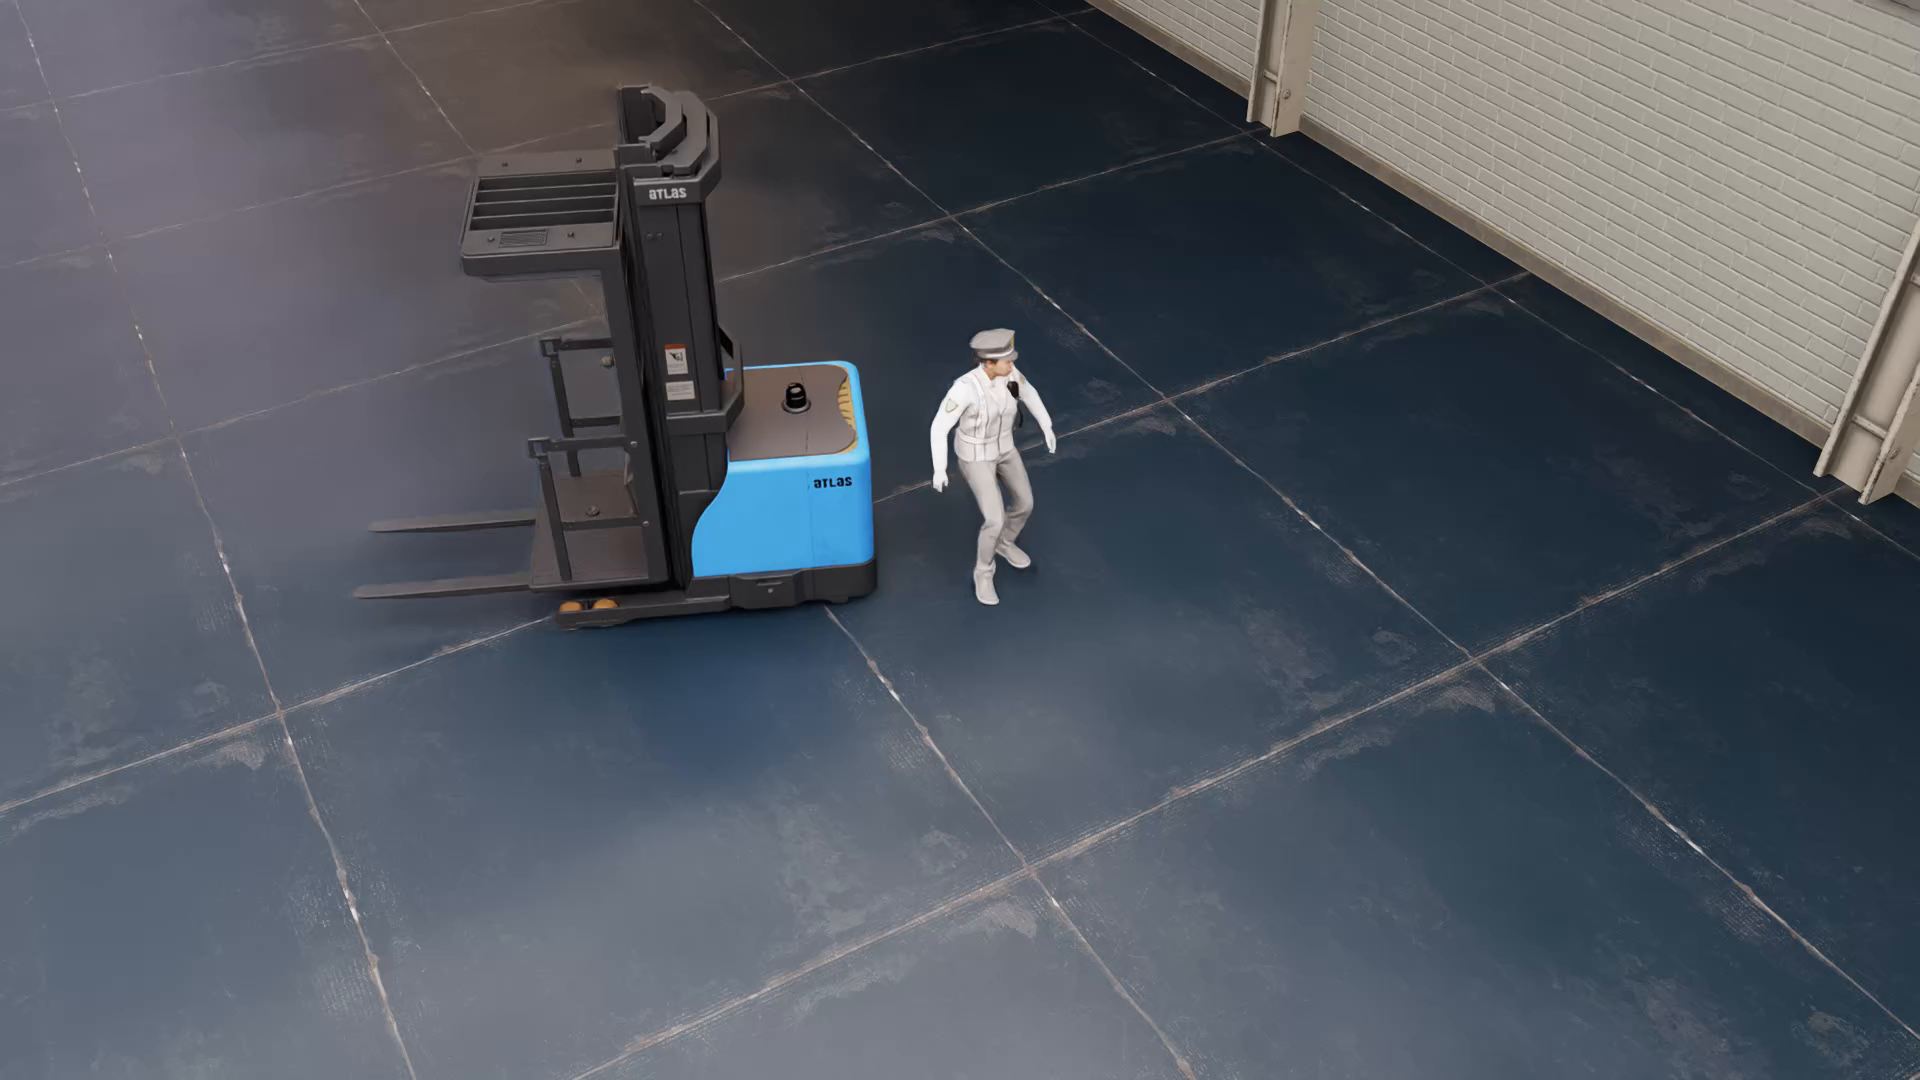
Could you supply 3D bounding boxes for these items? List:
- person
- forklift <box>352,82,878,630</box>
[{"bbox_3d":[0.218,-0.458,9.639,0.819,1.622,0.557,-29,48,-31],"label":"person"},{"bbox_3d":[-2.046,-0.962,9.196,3.031,2.935,1.130,-5,40,-6],"label":"forklift"}]
